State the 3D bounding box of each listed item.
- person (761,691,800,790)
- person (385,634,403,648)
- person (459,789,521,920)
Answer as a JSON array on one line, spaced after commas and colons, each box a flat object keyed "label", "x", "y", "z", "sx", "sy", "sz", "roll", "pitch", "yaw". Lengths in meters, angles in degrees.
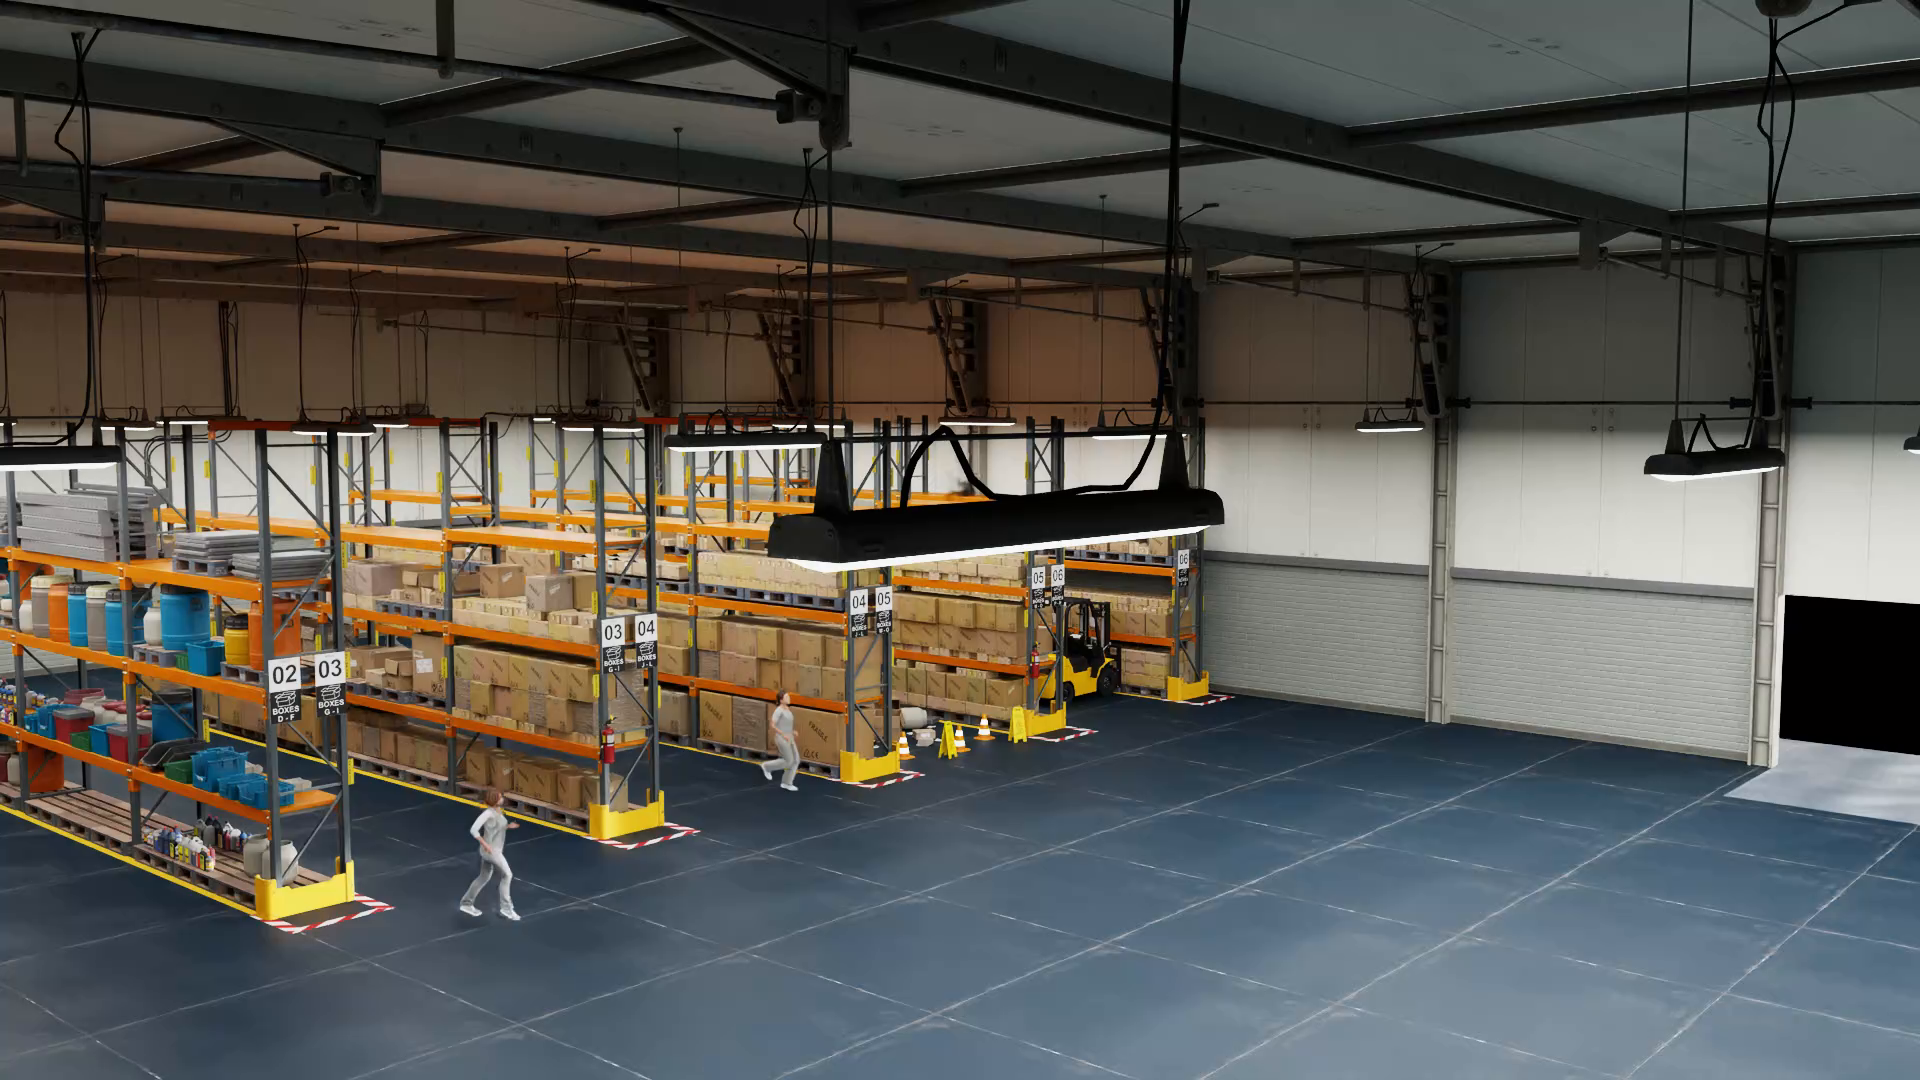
[{"label": "person", "x": -2.935, "y": 3.273, "z": 27.218, "sx": 0.624, "sy": 1.640, "sz": 0.573, "roll": 2, "pitch": 5, "yaw": 19}, {"label": "person", "x": -13.762, "y": 2.135, "z": 40.279, "sx": 0.599, "sy": 1.668, "sz": 0.932, "roll": 3, "pitch": 6, "yaw": 36}, {"label": "person", "x": -5.756, "y": 3.849, "z": 20.328, "sx": 0.731, "sy": 1.646, "sz": 0.512, "roll": -1, "pitch": 5, "yaw": -15}]
